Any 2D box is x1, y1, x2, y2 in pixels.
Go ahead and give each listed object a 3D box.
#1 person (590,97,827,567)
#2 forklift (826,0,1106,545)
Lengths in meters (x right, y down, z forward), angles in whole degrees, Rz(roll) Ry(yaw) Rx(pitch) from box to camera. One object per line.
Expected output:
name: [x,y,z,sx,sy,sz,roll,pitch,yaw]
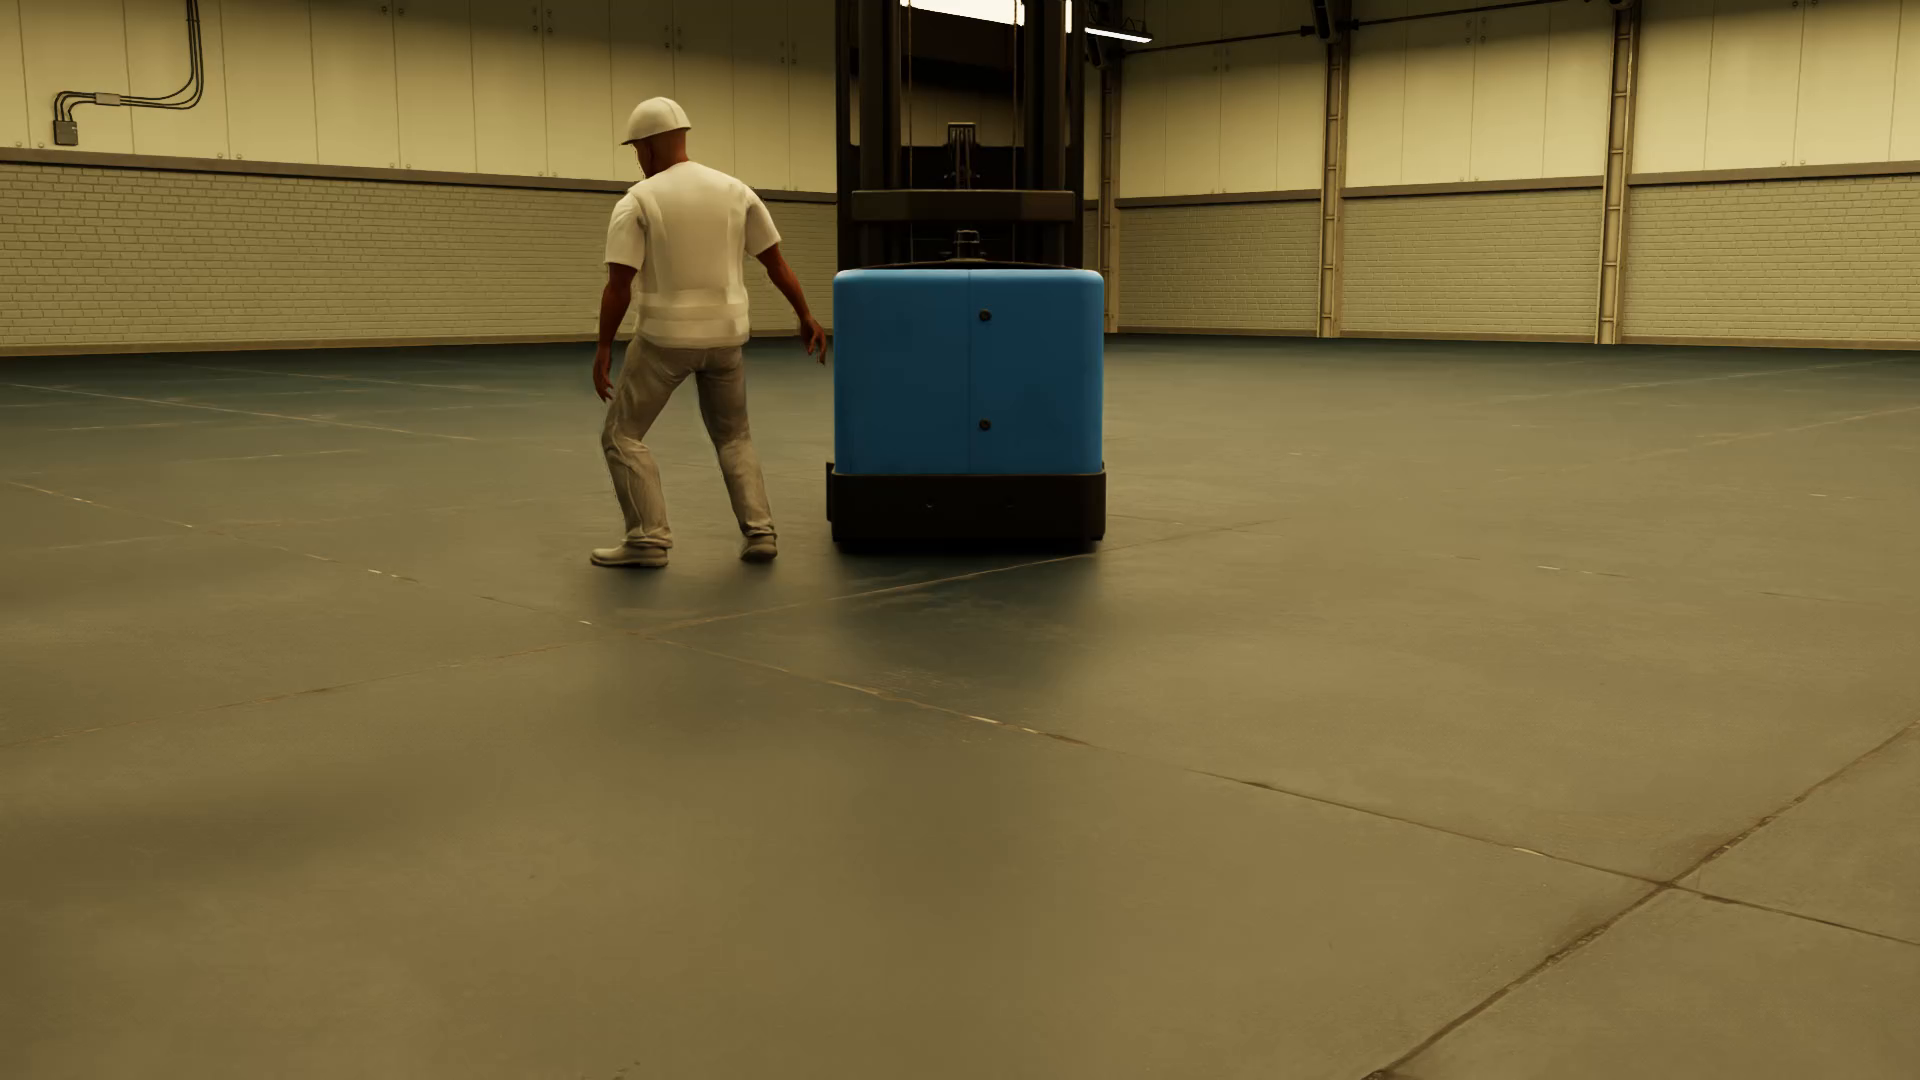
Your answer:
person: [-0.924,-0.752,6.135,0.897,1.718,0.502,-5,10,-29]
forklift: [-0.007,-1.612,7.576,1.130,2.935,3.031,0,9,-2]
